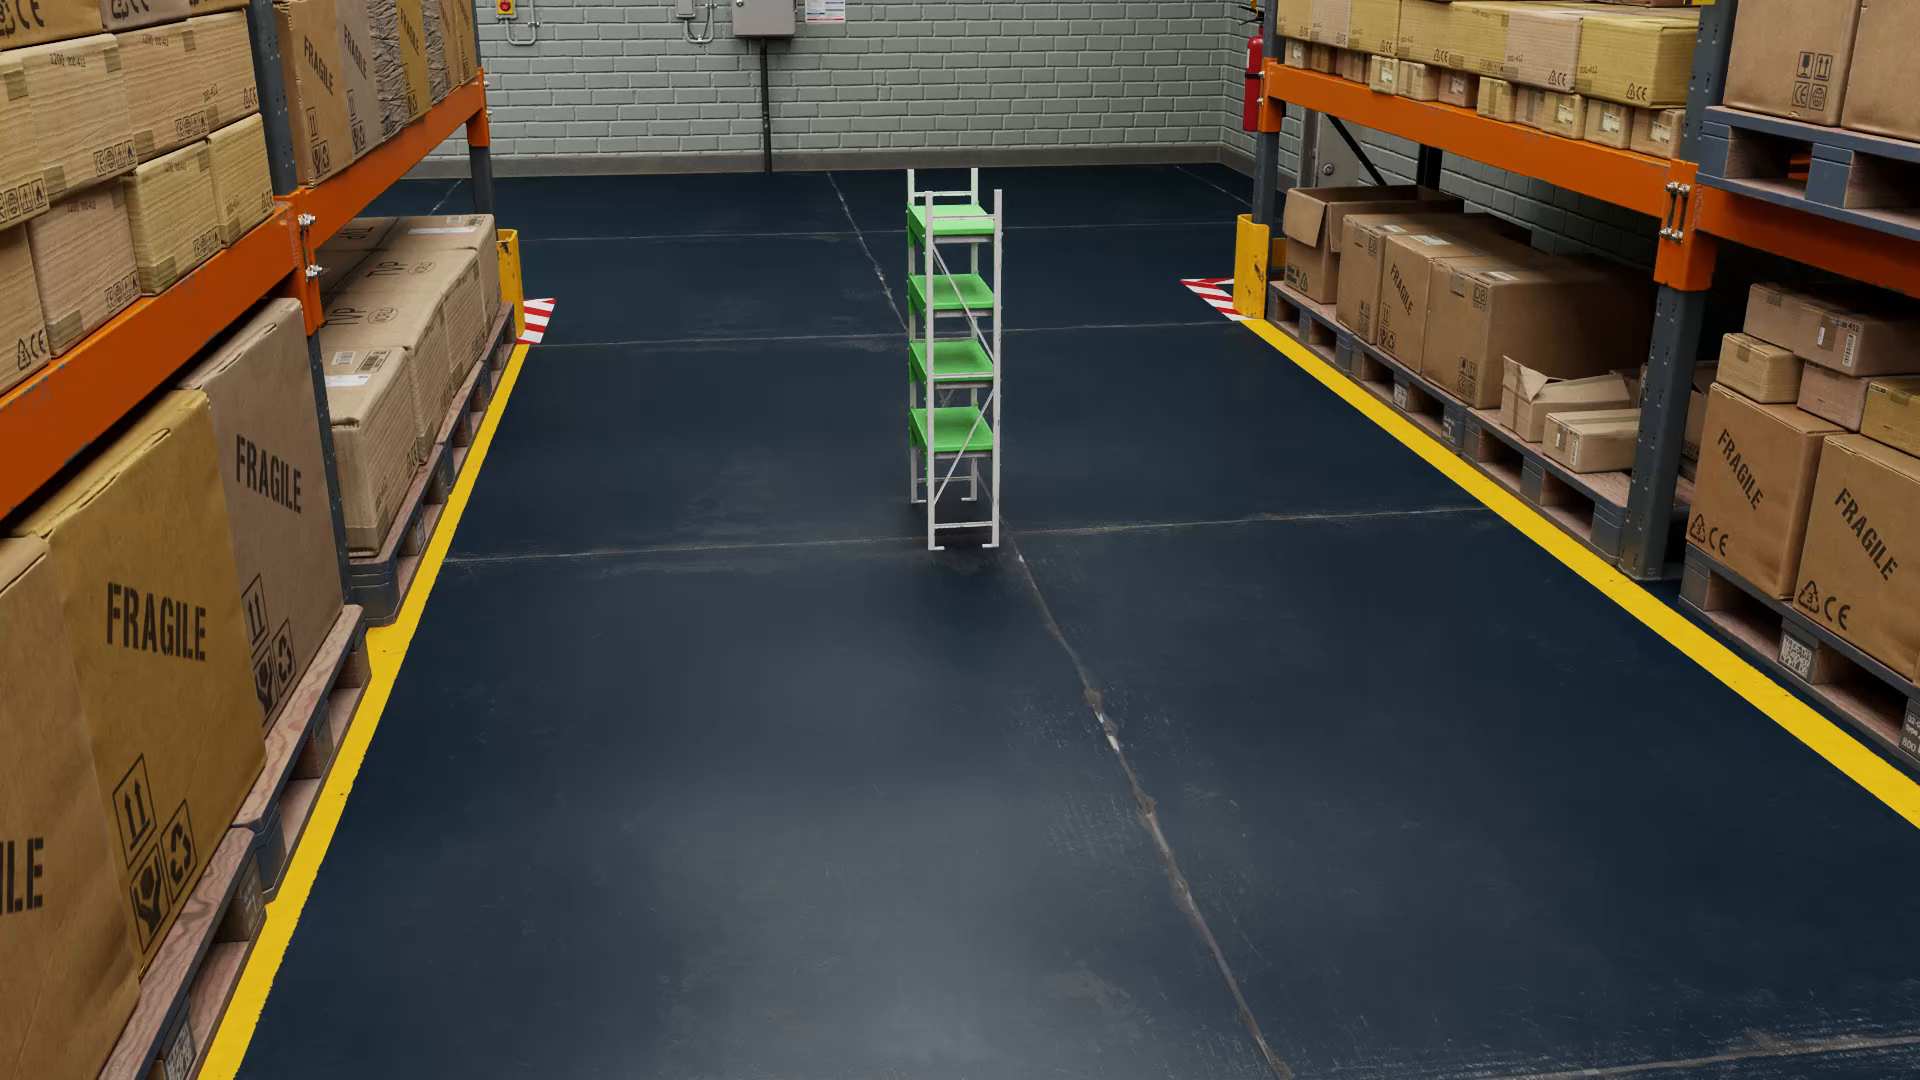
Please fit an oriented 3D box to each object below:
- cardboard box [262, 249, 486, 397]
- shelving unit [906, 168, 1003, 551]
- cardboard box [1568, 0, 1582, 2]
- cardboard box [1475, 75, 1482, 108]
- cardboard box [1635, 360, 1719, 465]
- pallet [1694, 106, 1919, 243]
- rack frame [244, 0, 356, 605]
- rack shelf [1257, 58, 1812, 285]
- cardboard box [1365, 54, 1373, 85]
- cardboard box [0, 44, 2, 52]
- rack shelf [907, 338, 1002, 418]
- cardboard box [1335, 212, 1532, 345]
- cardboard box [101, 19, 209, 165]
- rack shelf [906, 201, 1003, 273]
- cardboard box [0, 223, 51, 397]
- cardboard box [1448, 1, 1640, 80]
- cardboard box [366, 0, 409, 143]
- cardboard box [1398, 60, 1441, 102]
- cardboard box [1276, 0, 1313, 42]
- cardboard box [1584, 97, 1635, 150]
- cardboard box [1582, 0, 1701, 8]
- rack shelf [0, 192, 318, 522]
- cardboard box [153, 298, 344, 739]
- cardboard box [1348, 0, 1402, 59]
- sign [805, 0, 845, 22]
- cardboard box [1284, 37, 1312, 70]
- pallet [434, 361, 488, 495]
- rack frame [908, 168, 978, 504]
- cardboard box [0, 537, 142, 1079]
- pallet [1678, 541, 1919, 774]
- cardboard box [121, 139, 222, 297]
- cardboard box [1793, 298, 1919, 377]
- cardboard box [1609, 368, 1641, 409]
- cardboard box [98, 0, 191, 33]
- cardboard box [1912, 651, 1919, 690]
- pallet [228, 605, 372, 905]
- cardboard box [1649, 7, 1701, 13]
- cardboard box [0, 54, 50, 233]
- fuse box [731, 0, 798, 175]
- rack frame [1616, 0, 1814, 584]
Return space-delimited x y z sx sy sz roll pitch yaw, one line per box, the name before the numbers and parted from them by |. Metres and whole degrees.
cardboard box | -2.497 -0.901 6.902 0.875 0.438 0.875 -2 21 -6
shelving unit | -0.024 -0.619 5.660 0.258 1.200 0.503 -3 21 -8
cardboard box | 2.623 -2.088 6.807 0.500 0.250 0.500 -3 21 -8
cardboard box | 2.238 -1.743 6.454 0.380 0.149 0.250 -3 21 -7
cardboard box | 2.795 -0.489 5.980 0.500 0.311 0.500 -2 21 -6
pallet | 2.663 -0.939 4.216 1.003 0.211 1.213 -3 21 -8
rack frame | -2.255 -1.059 4.265 1.000 3.000 0.127 -3 21 -8
rack shelf | 2.368 -1.666 6.918 1.077 0.370 4.000 -3 21 -8
cardboard box | 2.030 -2.093 7.392 0.380 0.149 0.250 -3 21 -7
cardboard box | -1.717 -0.899 2.263 0.500 0.500 0.500 -3 21 -7
rack shelf | -0.024 -0.560 5.682 0.258 0.148 0.480 -3 21 -8
cardboard box | 2.159 -1.207 7.633 0.700 0.500 0.500 -2 21 -6
cardboard box | -1.872 -0.910 3.365 0.500 0.250 0.500 -2 21 -6
rack shelf | -0.024 -1.009 5.514 0.258 0.148 0.480 -3 21 -8
cardboard box | -1.736 -0.316 2.488 0.500 0.250 0.500 -3 21 -8
cardboard box | 2.196 -1.890 6.278 0.500 0.250 0.500 -3 21 -8
cardboard box | -2.198 -1.629 5.646 0.500 0.500 0.500 -3 21 -7
cardboard box | 2.050 -1.912 6.906 0.380 0.149 0.250 -2 21 -7
cardboard box | 1.878 -2.594 8.164 0.500 0.250 0.500 -3 21 -7
cardboard box | 2.301 -1.380 5.482 0.380 0.149 0.250 -2 21 -6
cardboard box | 2.705 -2.260 6.198 0.500 0.500 0.500 -3 21 -9
rack shelf | -1.967 -0.030 2.536 1.077 0.370 4.000 -3 21 -8
cardboard box | -2.087 -0.050 3.999 0.875 0.875 0.875 -2 21 -6
cardboard box | 2.028 -2.244 7.227 0.500 0.250 0.500 -3 21 -9
sign | -1.109 -4.503 13.620 0.329 0.494 0.001 -3 21 -8
cardboard box | 1.855 -2.450 8.349 0.380 0.149 0.250 -3 21 -8
pallet | -2.467 -0.443 6.601 1.003 0.211 1.213 -3 21 -8
rack frame | -0.059 -0.704 5.886 0.240 1.200 0.015 -3 21 -8
cardboard box | -1.820 0.572 2.334 0.875 0.875 0.875 -3 21 -7
pallet | 2.811 0.275 4.677 1.003 0.211 1.213 -3 21 -8
cardboard box | -1.869 -0.670 3.437 0.500 0.250 0.500 -3 21 -9
cardboard box | 2.529 -0.554 4.534 0.380 0.149 0.250 -4 21 -10
cardboard box | 2.732 -0.563 6.410 0.380 0.149 0.250 -3 21 -8
cardboard box | -1.860 -1.254 3.213 0.500 0.500 0.500 -3 21 -7
cardboard box | 2.657 0.199 3.868 0.500 0.500 0.500 -4 21 -9
pallet | -2.069 0.511 4.047 1.003 0.211 1.213 -3 21 -8
cardboard box | 2.773 -1.738 5.872 0.500 0.250 0.500 -3 21 -8
cardboard box | -1.700 -0.554 2.413 0.500 0.250 0.500 -3 21 -7
fuse box | -1.568 -3.847 13.571 0.539 1.711 0.414 -3 21 -8
rack frame | 2.656 -1.311 4.938 1.000 3.000 0.127 -3 21 -8
